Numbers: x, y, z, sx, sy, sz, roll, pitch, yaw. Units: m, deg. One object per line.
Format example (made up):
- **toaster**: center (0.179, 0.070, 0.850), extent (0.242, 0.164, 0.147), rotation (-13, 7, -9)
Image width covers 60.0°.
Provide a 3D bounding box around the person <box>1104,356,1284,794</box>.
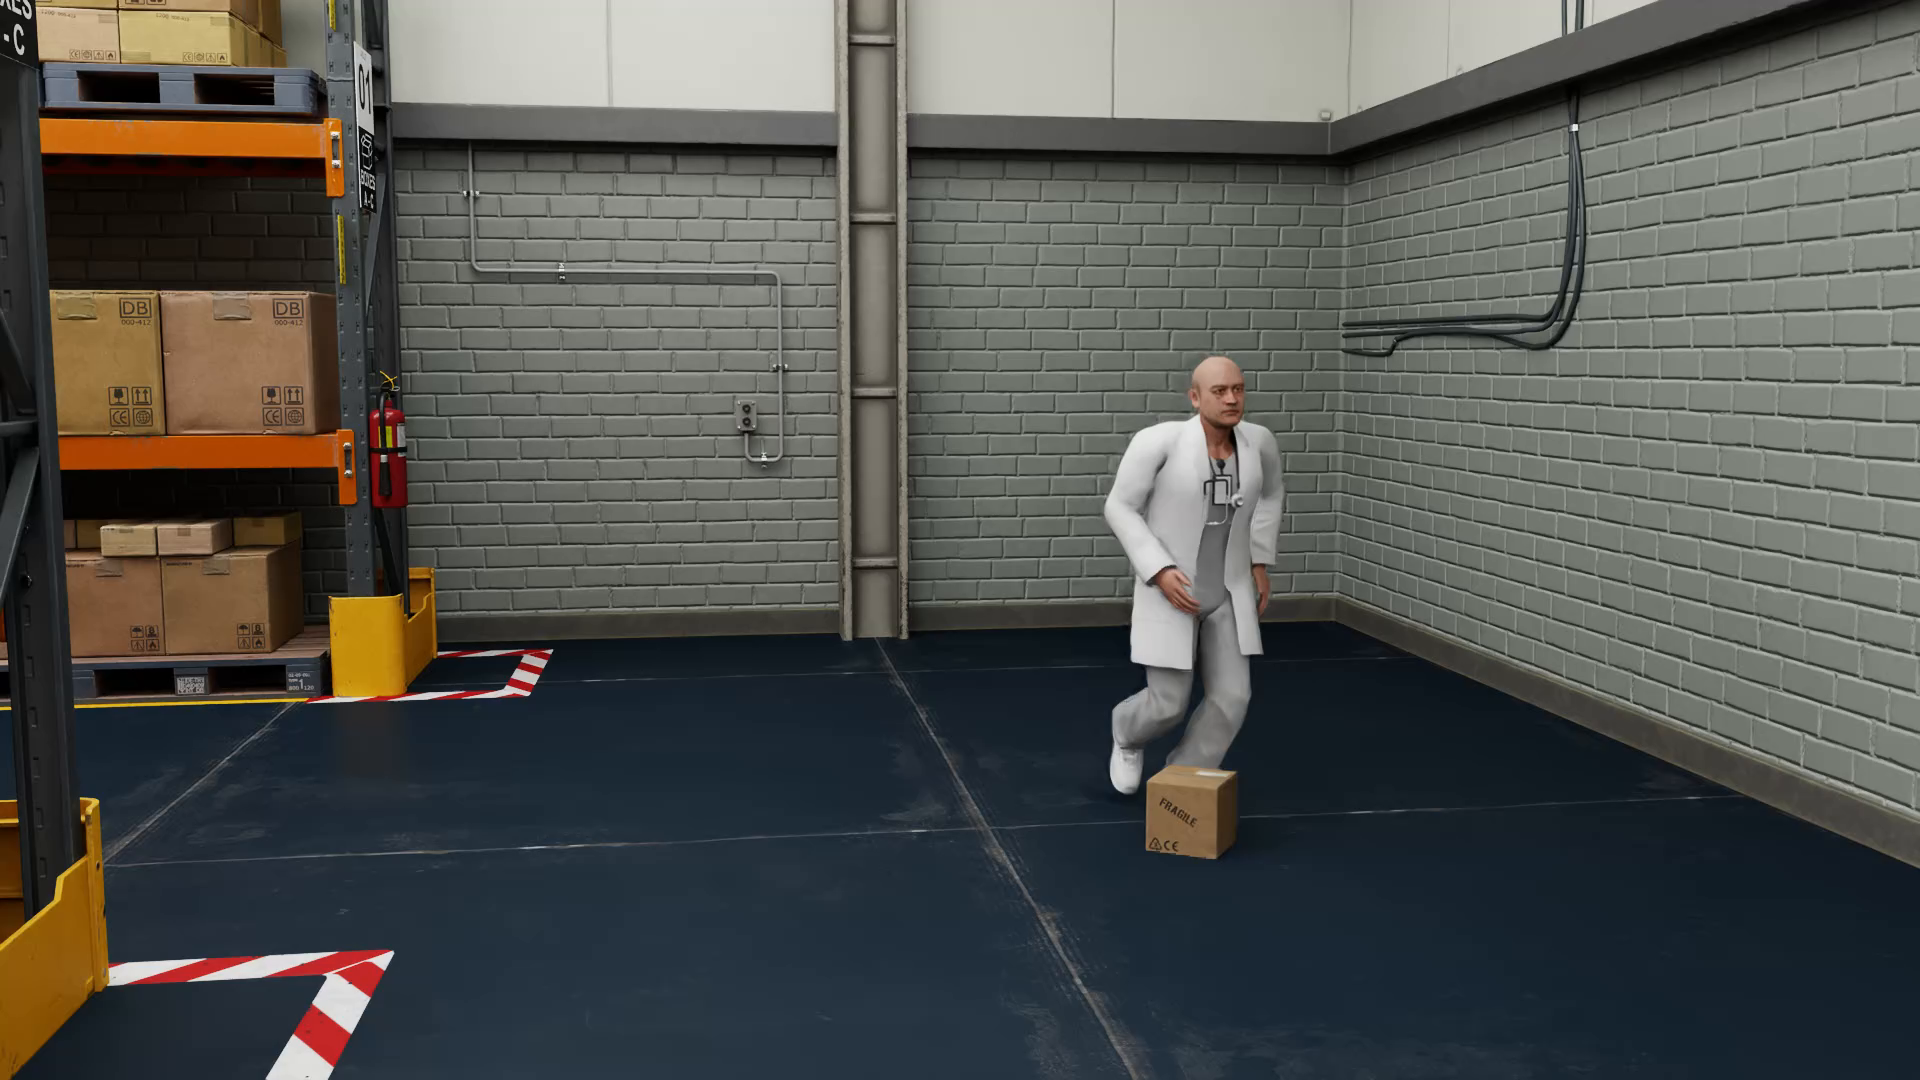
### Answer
- **person**: center (0.822, 0.185, 6.041), extent (0.714, 1.695, 0.826), rotation (-2, 7, -14)
